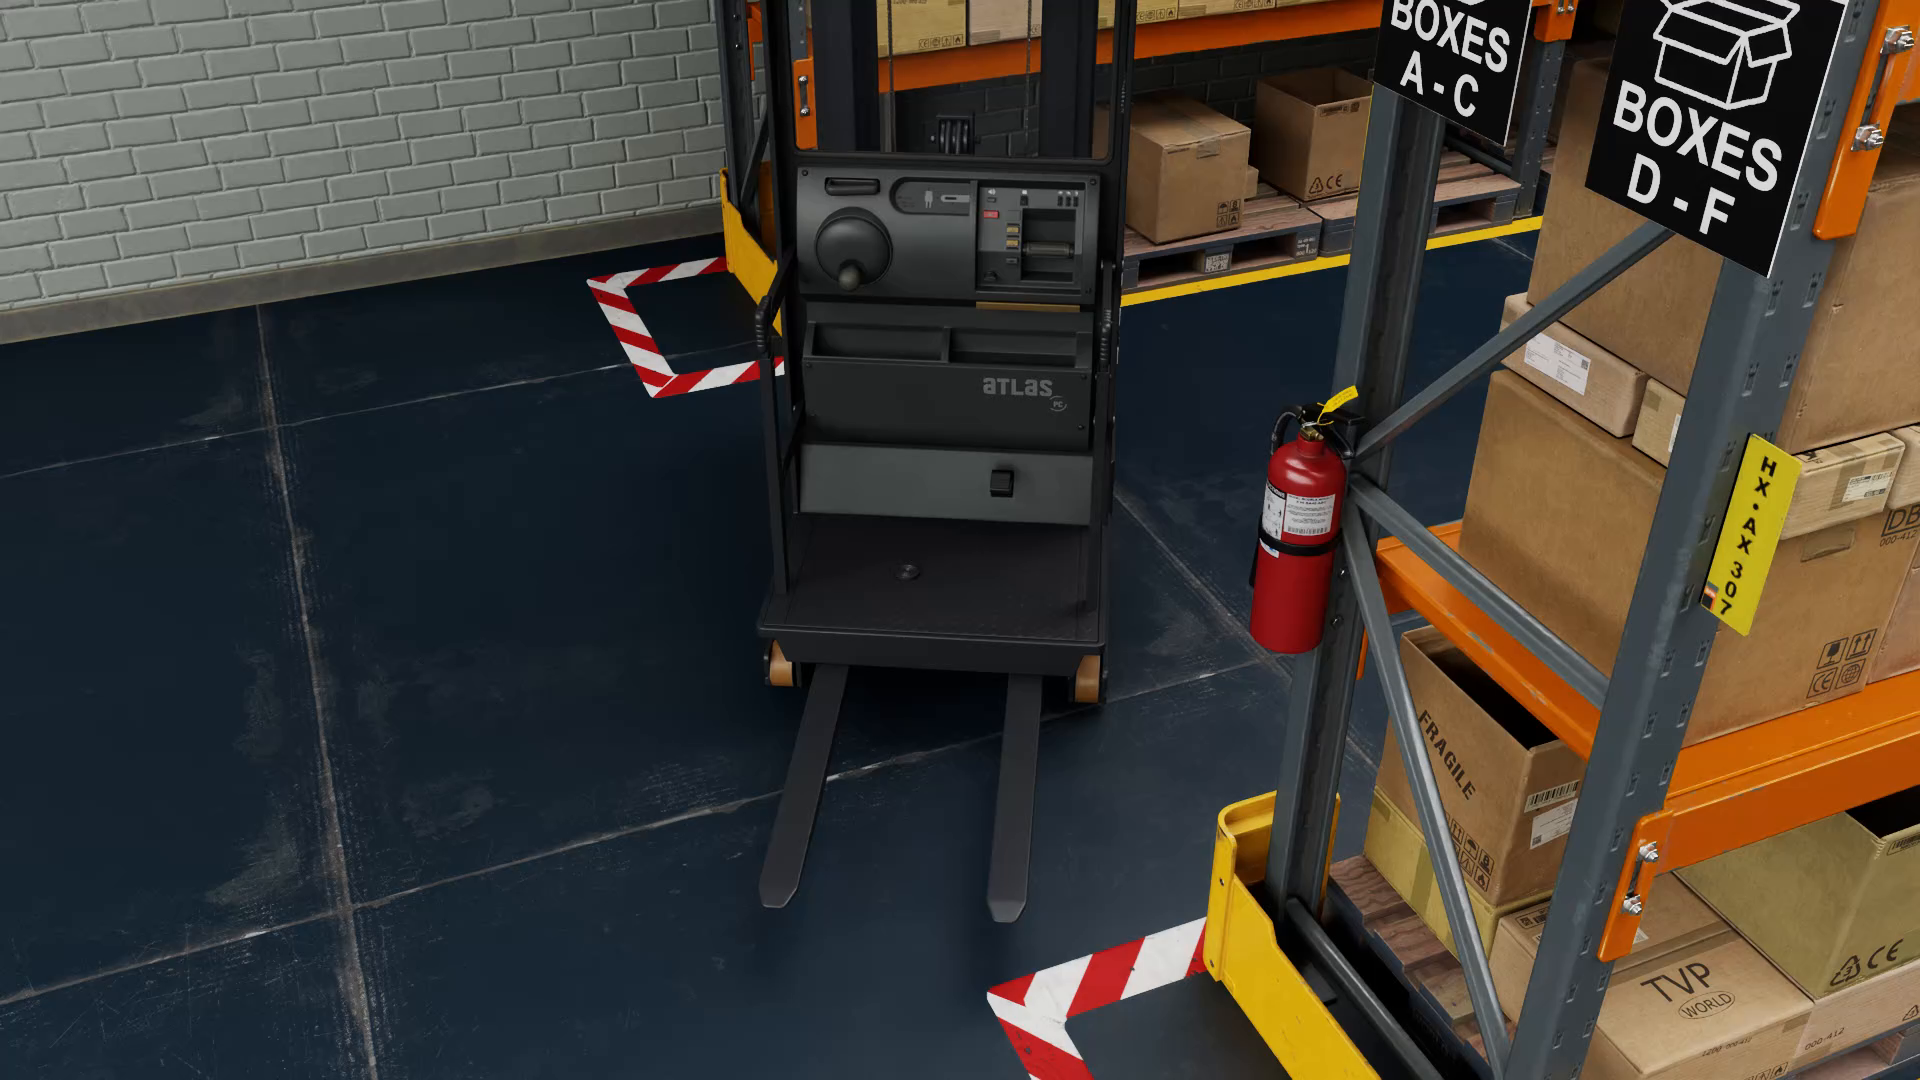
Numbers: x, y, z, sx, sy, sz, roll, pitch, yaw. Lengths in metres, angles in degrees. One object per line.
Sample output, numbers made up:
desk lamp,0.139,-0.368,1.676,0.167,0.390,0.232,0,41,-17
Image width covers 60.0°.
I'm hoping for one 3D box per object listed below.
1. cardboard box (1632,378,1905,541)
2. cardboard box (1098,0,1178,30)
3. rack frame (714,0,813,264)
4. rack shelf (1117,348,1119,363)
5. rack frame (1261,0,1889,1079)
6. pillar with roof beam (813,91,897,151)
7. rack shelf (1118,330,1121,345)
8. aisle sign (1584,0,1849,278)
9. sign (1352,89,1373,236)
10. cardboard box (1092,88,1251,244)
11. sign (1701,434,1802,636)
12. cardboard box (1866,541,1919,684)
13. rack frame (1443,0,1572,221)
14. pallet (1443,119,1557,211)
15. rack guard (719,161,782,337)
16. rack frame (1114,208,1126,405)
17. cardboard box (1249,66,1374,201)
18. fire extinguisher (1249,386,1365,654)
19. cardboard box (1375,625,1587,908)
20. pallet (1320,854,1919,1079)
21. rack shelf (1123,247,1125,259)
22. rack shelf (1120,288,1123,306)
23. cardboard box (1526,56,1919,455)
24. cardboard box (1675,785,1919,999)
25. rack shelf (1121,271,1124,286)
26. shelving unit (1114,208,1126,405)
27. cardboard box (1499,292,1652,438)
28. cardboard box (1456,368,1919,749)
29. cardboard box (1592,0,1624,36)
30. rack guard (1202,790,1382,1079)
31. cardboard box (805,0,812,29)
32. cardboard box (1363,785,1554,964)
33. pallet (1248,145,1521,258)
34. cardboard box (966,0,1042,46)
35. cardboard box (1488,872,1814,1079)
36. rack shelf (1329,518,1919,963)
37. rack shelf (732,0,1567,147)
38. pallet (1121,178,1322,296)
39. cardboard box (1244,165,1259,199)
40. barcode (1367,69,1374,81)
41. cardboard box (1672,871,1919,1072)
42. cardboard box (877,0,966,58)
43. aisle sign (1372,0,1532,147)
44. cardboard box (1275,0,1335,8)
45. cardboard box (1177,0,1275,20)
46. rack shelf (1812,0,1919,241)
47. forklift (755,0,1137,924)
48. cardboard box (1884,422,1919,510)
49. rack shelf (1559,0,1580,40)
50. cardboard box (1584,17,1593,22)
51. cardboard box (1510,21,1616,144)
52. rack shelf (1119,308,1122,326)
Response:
cardboard box,1.489,-0.177,3.086,0.250,0.149,0.380,-13,35,-19
cardboard box,0.641,-2.490,7.445,0.500,0.250,0.500,-13,35,-20
rack frame,-0.877,-2.379,7.156,0.127,3.000,1.000,-13,35,-19
rack shelf,0.513,-0.753,6.974,0.258,0.077,0.200,13,35,19
rack frame,1.044,0.111,3.329,0.127,3.000,1.000,-13,35,-19
pillar with roof beam,1.100,-3.312,3.089,0.400,9.000,9.100,-13,35,-19
rack shelf,0.513,-0.829,6.925,0.258,0.077,0.200,13,35,19
aisle sign,1.102,-0.811,2.362,0.004,0.787,0.394,-13,35,-19
sign,0.847,-0.750,3.373,0.005,0.325,0.100,-13,35,-19
cardboard box,1.017,-1.867,8.257,0.500,0.500,0.700,-15,36,-22
sign,1.253,-0.005,2.641,0.005,0.325,0.100,-13,35,-19
cardboard box,1.962,-0.136,3.618,0.500,0.500,0.700,-12,35,-18
rack frame,2.811,-3.224,8.454,0.127,3.000,1.000,-13,35,-19
pallet,3.528,-2.220,9.469,1.213,0.211,1.003,-13,35,-19
rack guard,-0.807,-1.348,7.863,0.348,0.500,1.175,-13,35,-19
rack frame,0.553,-0.983,6.936,0.240,0.900,0.006,13,35,19
cardboard box,1.870,-2.121,8.648,0.500,0.500,0.500,-16,36,-22
fire extinguisher,0.755,-0.065,3.671,0.183,0.674,0.296,-13,35,-19
cardboard box,1.423,0.510,4.164,0.500,0.500,0.500,-13,35,-19
pallet,1.733,1.097,4.370,1.213,0.211,1.003,-13,35,-19
rack shelf,0.513,-1.130,6.728,0.258,0.077,0.200,13,35,19
rack shelf,0.513,-0.980,6.827,0.258,0.077,0.200,13,35,19
cardboard box,1.528,-0.578,3.107,0.500,0.500,0.700,-13,35,-19
cardboard box,2.085,0.665,3.926,0.500,0.500,0.500,-13,35,-19
rack shelf,0.513,-1.055,6.777,0.258,0.077,0.200,13,35,19
shelving unit,0.513,-0.932,6.857,0.258,0.900,0.210,13,35,19
cardboard box,1.323,-0.379,3.396,0.250,0.149,0.380,-13,35,-20
cardboard box,1.479,-0.023,3.444,0.500,0.500,0.700,-13,35,-19
cardboard box,3.888,-2.933,9.209,0.500,0.250,0.500,-14,35,-20
rack guard,1.022,1.164,4.003,0.348,0.500,1.175,-13,35,-19
cardboard box,-0.521,-2.521,7.493,0.500,0.250,0.500,-12,35,-18
cardboard box,1.424,0.826,4.367,0.500,0.250,0.500,-13,35,-19
pallet,2.205,-1.895,8.970,1.213,0.211,1.003,-13,35,-19
cardboard box,0.169,-2.385,7.284,0.500,0.250,0.500,-14,36,-20
cardboard box,1.625,1.086,3.967,0.500,0.250,0.500,-13,35,-19
rack shelf,2.888,-0.010,4.174,4.000,0.370,1.077,-13,35,-19
rack shelf,0.967,-2.500,8.002,4.000,0.370,1.077,-13,35,-19
pallet,1.079,-1.636,8.570,1.213,0.211,1.003,-13,35,-19
cardboard box,1.329,-1.886,8.608,0.250,0.149,0.380,-16,36,-23
barcode,2.220,-2.501,8.939,0.075,0.075,0.001,-13,35,-19
cardboard box,2.084,0.979,4.132,0.500,0.250,0.500,-13,35,-19
cardboard box,-0.304,-2.268,7.105,0.500,0.250,0.500,-14,36,-20
aisle sign,0.870,-1.113,2.826,0.004,0.787,0.394,-13,35,-19
cardboard box,1.571,-2.702,7.771,0.500,0.250,0.500,-13,35,-19
cardboard box,1.108,-2.595,7.607,0.500,0.250,0.500,-13,35,-19
rack shelf,2.888,-1.267,3.356,4.000,0.370,1.077,-13,35,-19
forklift,-0.055,-0.887,4.926,1.130,2.935,3.031,3,33,4
cardboard box,1.732,-0.235,3.174,0.250,0.149,0.380,-14,36,-20
rack shelf,4.655,-3.345,9.299,4.000,0.370,1.077,-13,35,-19
cardboard box,3.940,-2.659,9.474,0.500,0.500,0.700,-14,35,-20
cardboard box,3.483,-2.524,9.268,0.500,0.500,0.700,-12,35,-17
rack shelf,0.513,-0.904,6.876,0.258,0.077,0.200,13,35,19
